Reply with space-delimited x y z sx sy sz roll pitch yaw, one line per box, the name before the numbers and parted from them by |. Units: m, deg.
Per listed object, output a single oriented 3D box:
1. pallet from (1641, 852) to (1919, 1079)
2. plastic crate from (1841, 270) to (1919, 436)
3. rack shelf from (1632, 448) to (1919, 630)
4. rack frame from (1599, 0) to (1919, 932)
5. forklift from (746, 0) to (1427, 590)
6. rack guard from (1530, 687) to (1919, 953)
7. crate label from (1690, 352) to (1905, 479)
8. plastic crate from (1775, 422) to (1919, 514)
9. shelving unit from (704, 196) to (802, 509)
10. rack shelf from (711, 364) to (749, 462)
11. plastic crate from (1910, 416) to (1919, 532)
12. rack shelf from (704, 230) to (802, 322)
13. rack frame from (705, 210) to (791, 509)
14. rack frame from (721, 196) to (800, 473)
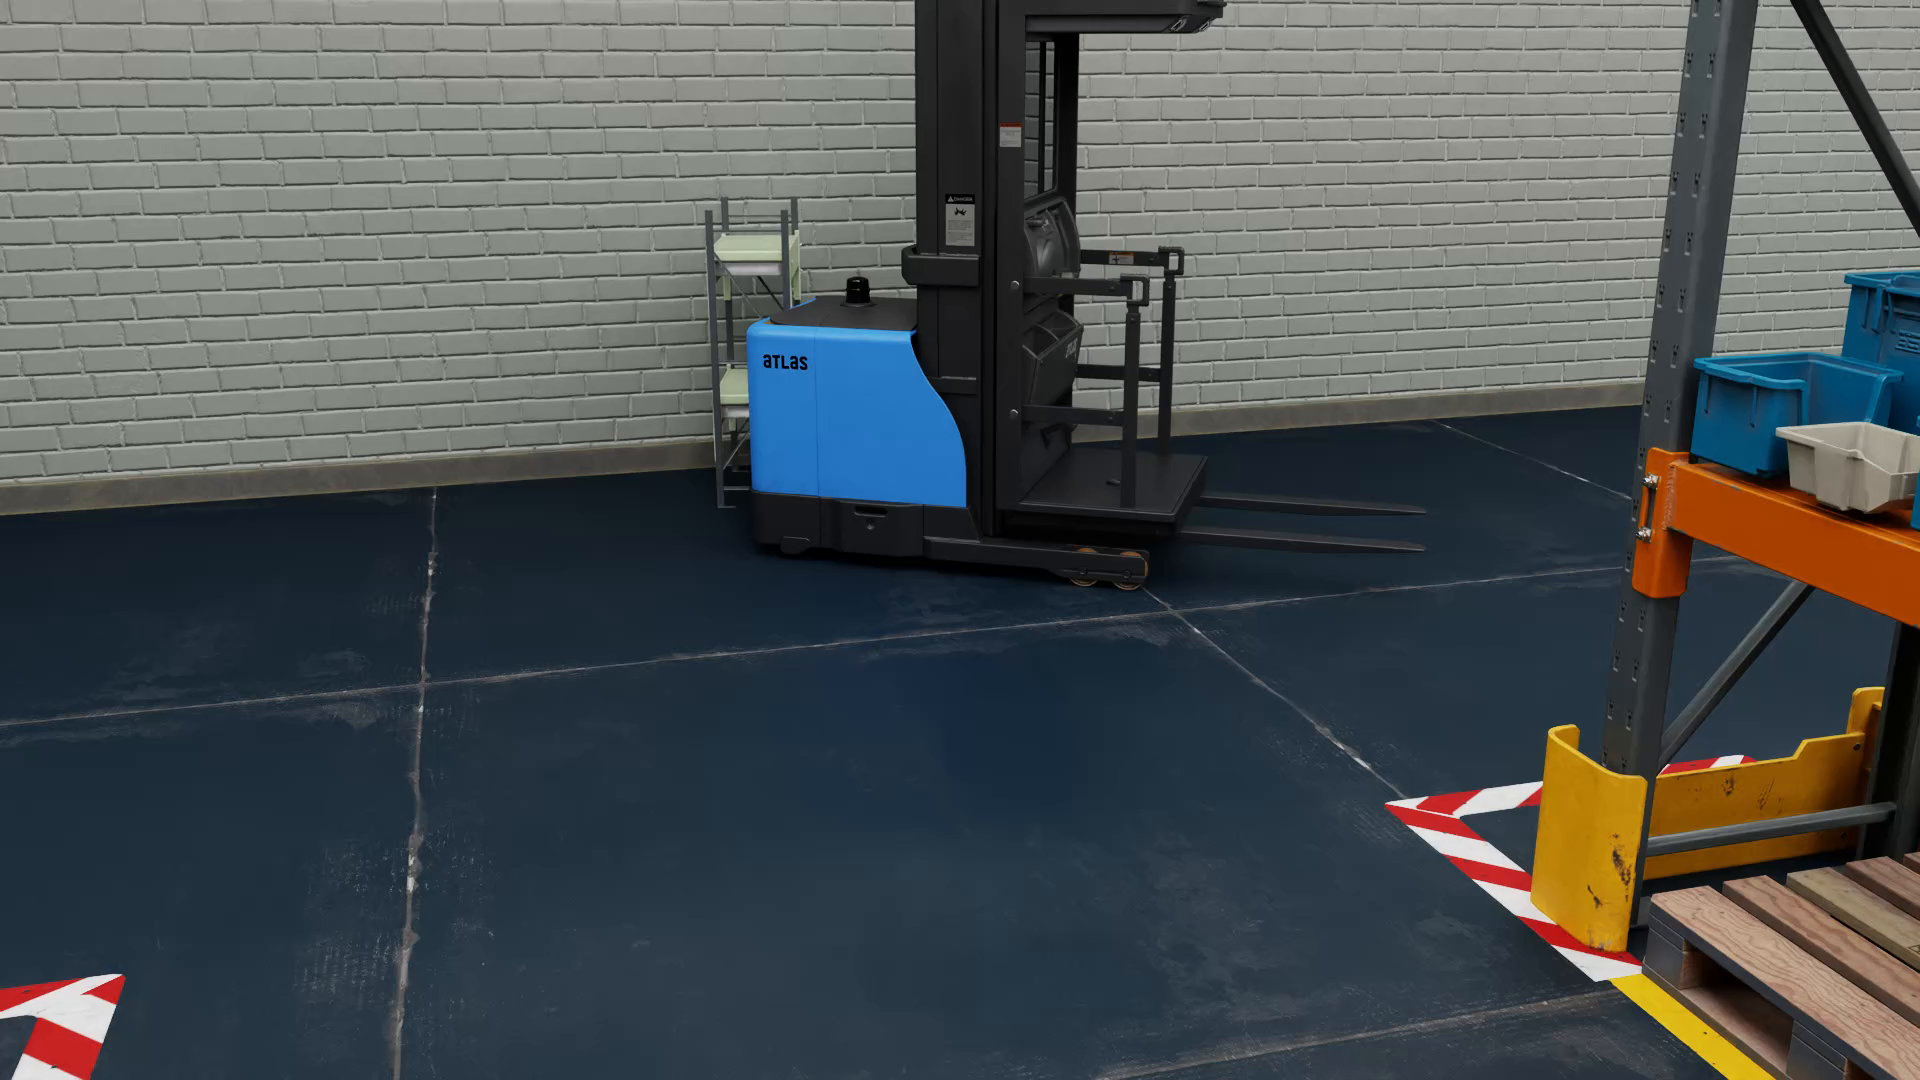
pallet | 2.386 1.128 3.830 1.003 0.211 1.213 -5 17 -15
plastic crate | 2.468 -0.406 3.925 0.616 0.435 0.499 -5 17 -15
rack shelf | 2.746 0.459 2.460 1.077 0.370 4.000 -5 17 -15
rack frame | 2.196 -0.439 4.198 1.000 3.000 0.127 -5 17 -15
forklift | 0.600 -1.355 7.370 3.031 2.935 1.130 5 17 15
rack guard | 2.177 0.753 4.577 1.175 0.500 0.348 -5 17 -15
crate label | 1.948 -0.293 3.900 0.416 0.233 0.303 -5 17 -15
plastic crate | 1.956 -0.152 3.597 0.250 0.136 0.298 -5 17 -15
shelving unit | -1.048 -0.988 8.635 0.431 1.500 0.755 -1 17 -2
rack shelf | -1.048 -0.676 8.729 0.431 0.370 0.720 -1 17 -2
plastic crate | 2.129 -0.111 3.294 0.416 0.233 0.300 -5 17 -15
rack shelf | -1.048 -1.362 8.523 0.431 0.370 0.720 -1 17 -2
rack frame | -1.037 -0.883 8.285 0.400 1.500 0.023 -1 17 -2
rack frame | -1.059 -1.093 8.985 0.400 1.500 0.023 -1 17 -2
